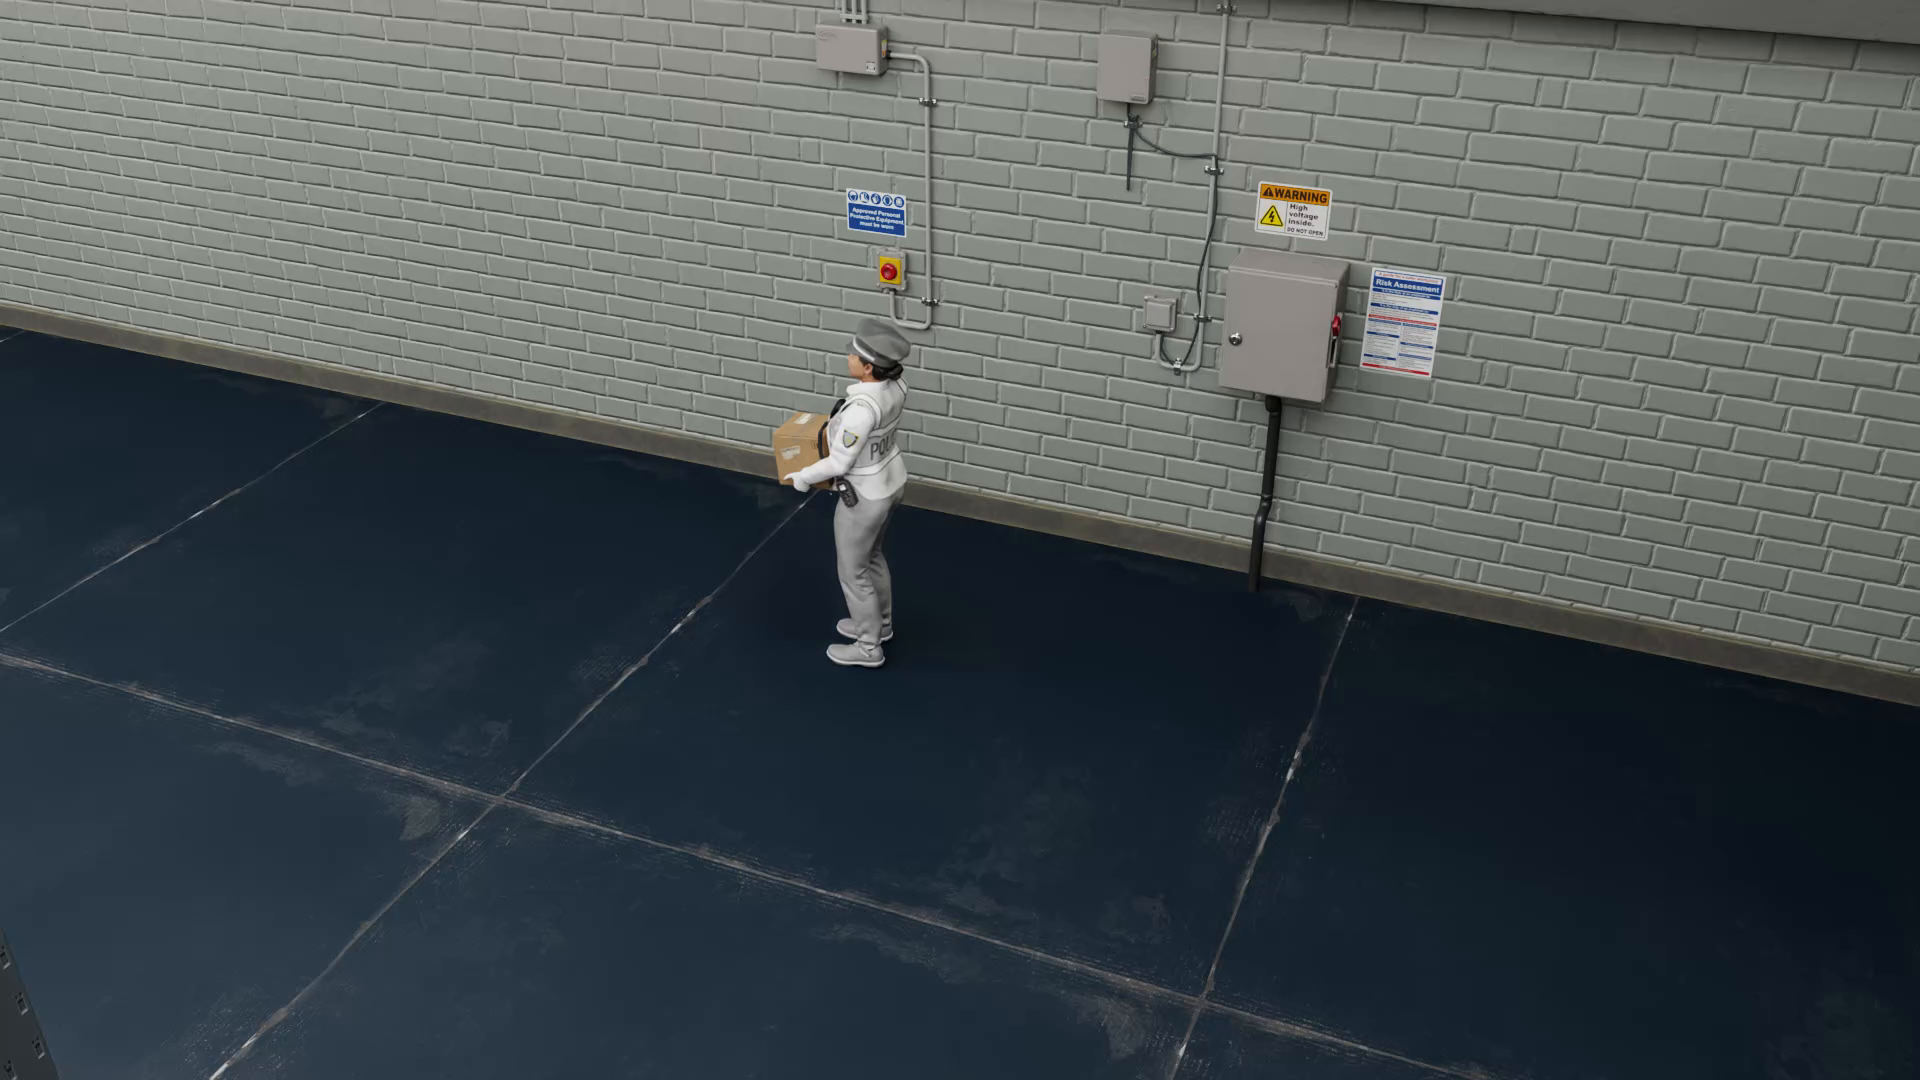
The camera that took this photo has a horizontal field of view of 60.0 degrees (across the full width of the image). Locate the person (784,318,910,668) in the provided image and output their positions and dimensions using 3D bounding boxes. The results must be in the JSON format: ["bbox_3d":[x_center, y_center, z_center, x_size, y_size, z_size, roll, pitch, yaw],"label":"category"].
[{"bbox_3d":[-0.479,-0.221,7.488,0.564,1.686,0.460,12,32,19],"label":"person"}]
